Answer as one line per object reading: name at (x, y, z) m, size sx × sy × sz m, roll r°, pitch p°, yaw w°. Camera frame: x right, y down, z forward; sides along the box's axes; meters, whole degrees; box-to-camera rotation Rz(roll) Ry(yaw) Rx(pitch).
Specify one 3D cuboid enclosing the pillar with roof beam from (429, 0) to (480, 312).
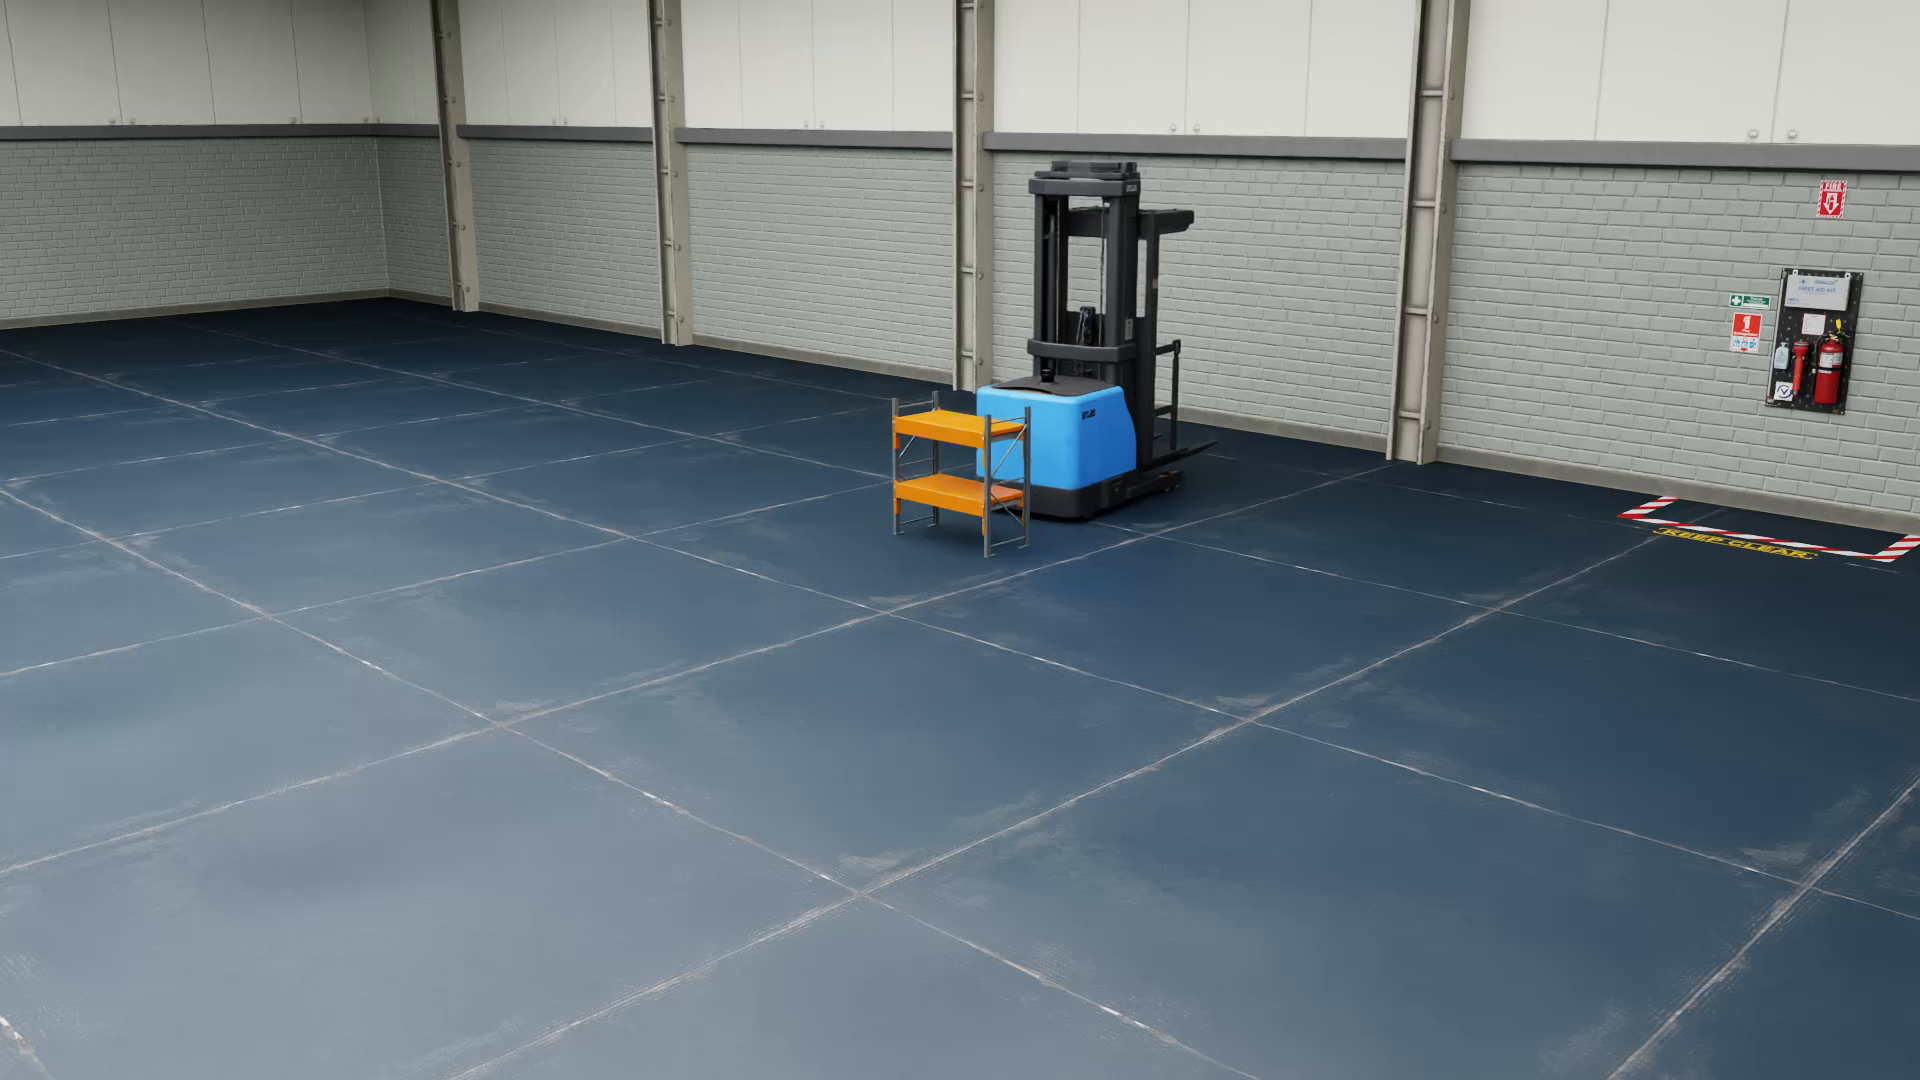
pillar with roof beam at (-11.468, -7.522, 24.453) m, size 0.400 × 9.000 × 9.100 m, roll 14°, pitch 20°, yaw 42°

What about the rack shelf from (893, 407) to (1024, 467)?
rack shelf at (0.005, -0.826, 13.212) m, size 1.000 × 0.278 × 0.538 m, roll 14°, pitch 20°, yaw 42°

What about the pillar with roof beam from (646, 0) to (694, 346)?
pillar with roof beam at (-7.149, -6.472, 20.423) m, size 0.400 × 9.000 × 9.100 m, roll 14°, pitch 20°, yaw 42°

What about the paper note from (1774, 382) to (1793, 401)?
paper note at (6.965, -1.257, 14.053) m, size 0.142 × 0.148 × 0.016 m, roll 14°, pitch 20°, yaw 42°

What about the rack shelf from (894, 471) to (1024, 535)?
rack shelf at (0.005, -0.307, 13.347) m, size 1.000 × 0.278 × 0.538 m, roll 14°, pitch 20°, yaw 42°

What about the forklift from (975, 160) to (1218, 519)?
forklift at (1.388, -1.911, 14.954) m, size 1.130 × 2.935 × 3.031 m, roll 10°, pitch 18°, yaw 34°

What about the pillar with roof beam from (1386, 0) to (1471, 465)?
pillar with roof beam at (1.489, -4.372, 12.363) m, size 0.400 × 9.000 × 9.100 m, roll 14°, pitch 20°, yaw 42°

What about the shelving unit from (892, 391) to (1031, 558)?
shelving unit at (0.005, -0.543, 13.286) m, size 1.048 × 1.125 × 0.538 m, roll 14°, pitch 20°, yaw 42°

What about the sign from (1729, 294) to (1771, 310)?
sign at (6.715, -2.026, 14.138) m, size 0.331 × 0.109 × 0.001 m, roll 14°, pitch 20°, yaw 42°

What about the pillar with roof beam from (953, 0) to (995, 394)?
pillar with roof beam at (-2.830, -5.422, 16.393) m, size 0.400 × 9.000 × 9.100 m, roll 14°, pitch 20°, yaw 42°

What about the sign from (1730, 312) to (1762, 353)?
sign at (6.718, -1.772, 14.214) m, size 0.234 × 0.329 × 0.001 m, roll 14°, pitch 20°, yaw 42°

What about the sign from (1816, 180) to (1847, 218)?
sign at (7.108, -2.781, 13.557) m, size 0.199 × 0.298 × 0.001 m, roll 14°, pitch 20°, yaw 42°

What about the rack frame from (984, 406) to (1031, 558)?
rack frame at (0.371, -0.454, 12.944) m, size 0.032 × 1.125 × 0.500 m, roll 14°, pitch 20°, yaw 42°

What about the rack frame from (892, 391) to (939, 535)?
rack frame at (-0.361, -0.632, 13.627) m, size 0.032 × 1.125 × 0.500 m, roll 14°, pitch 20°, yaw 42°

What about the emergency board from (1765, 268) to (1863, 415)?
emergency board at (7.044, -1.639, 13.775) m, size 0.643 × 1.169 × 0.194 m, roll 14°, pitch 20°, yaw 42°
